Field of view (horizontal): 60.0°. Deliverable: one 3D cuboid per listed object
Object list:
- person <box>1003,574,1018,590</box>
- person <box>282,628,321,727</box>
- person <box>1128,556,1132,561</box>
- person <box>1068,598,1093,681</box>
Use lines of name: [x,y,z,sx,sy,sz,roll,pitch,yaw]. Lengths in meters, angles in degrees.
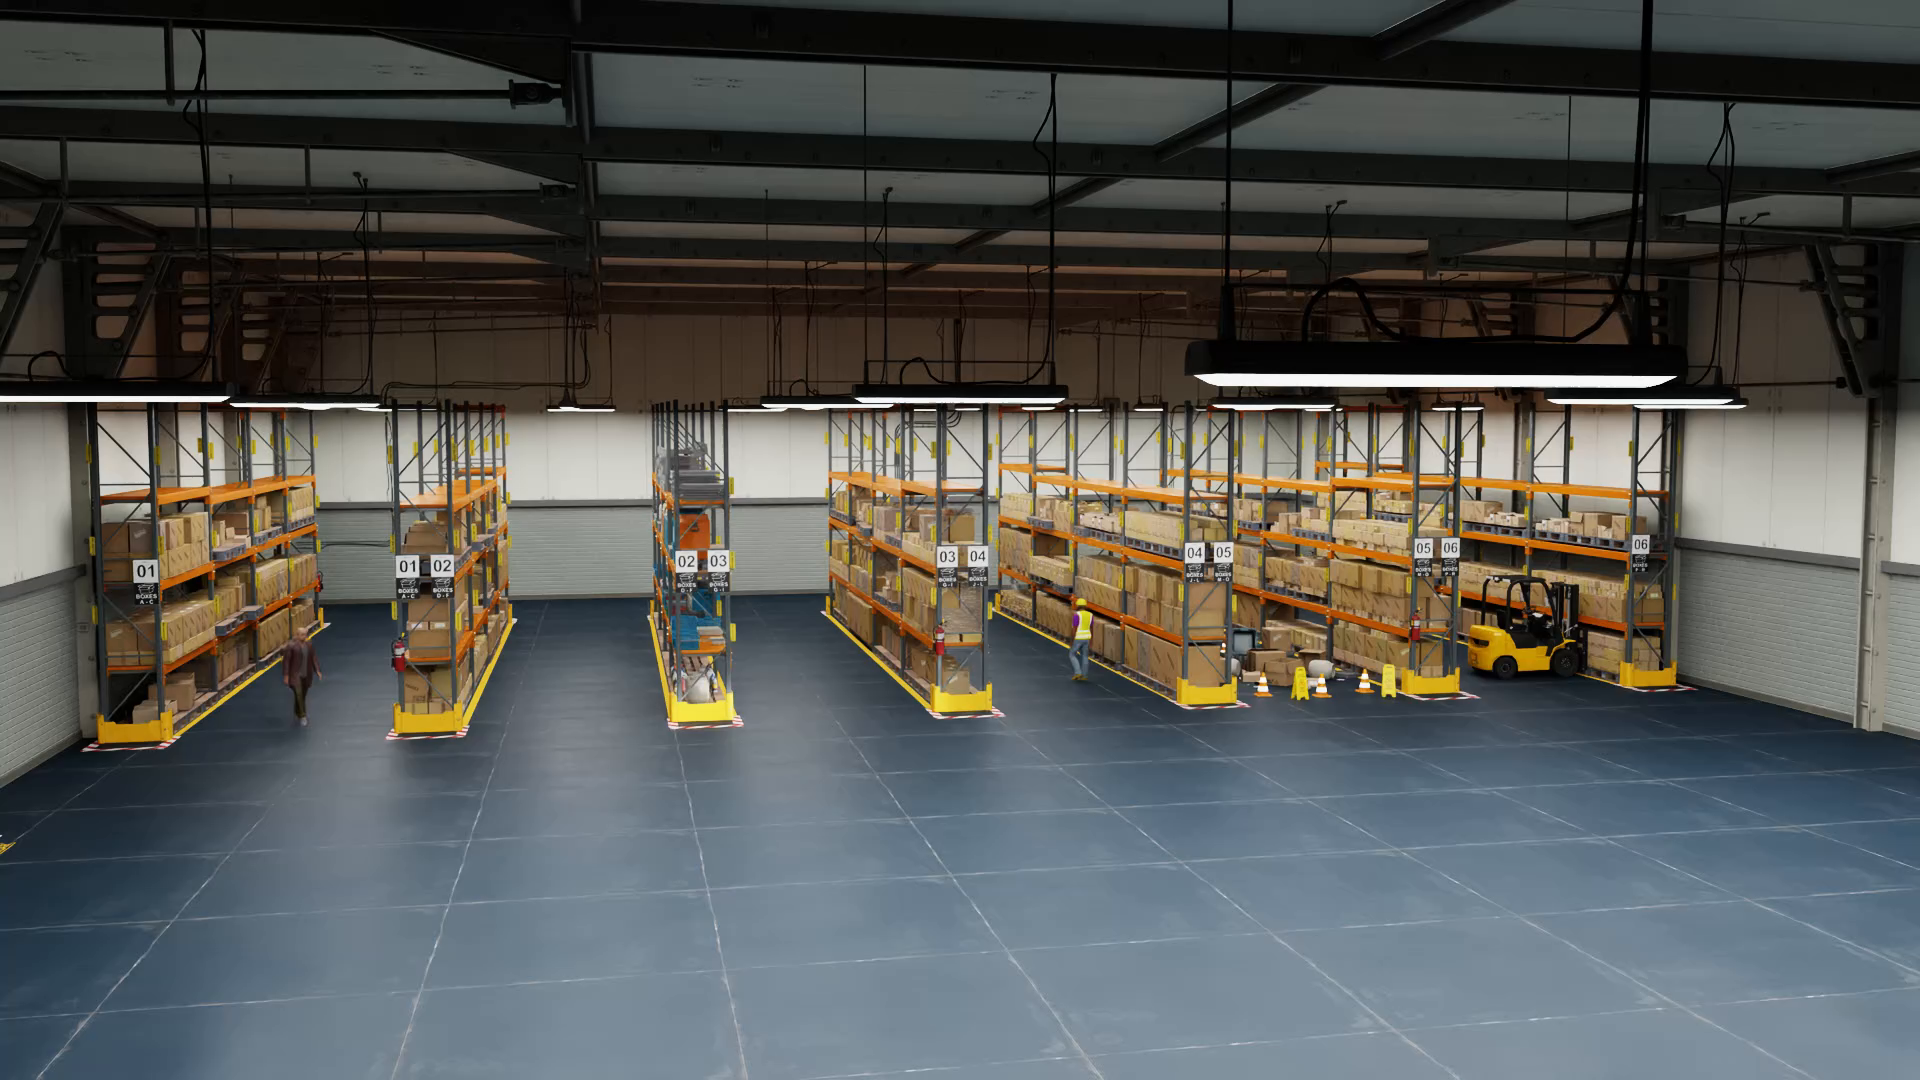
person: [1.640,0.927,51.809,0.574,1.715,1.075,2,5,23]
person: [-12.247,2.516,30.928,0.667,1.770,1.023,-4,6,-42]
person: [4.878,1.248,48.260,0.787,1.656,0.519,1,5,17]
person: [2.610,2.152,35.829,0.609,1.787,0.403,-3,5,-35]
